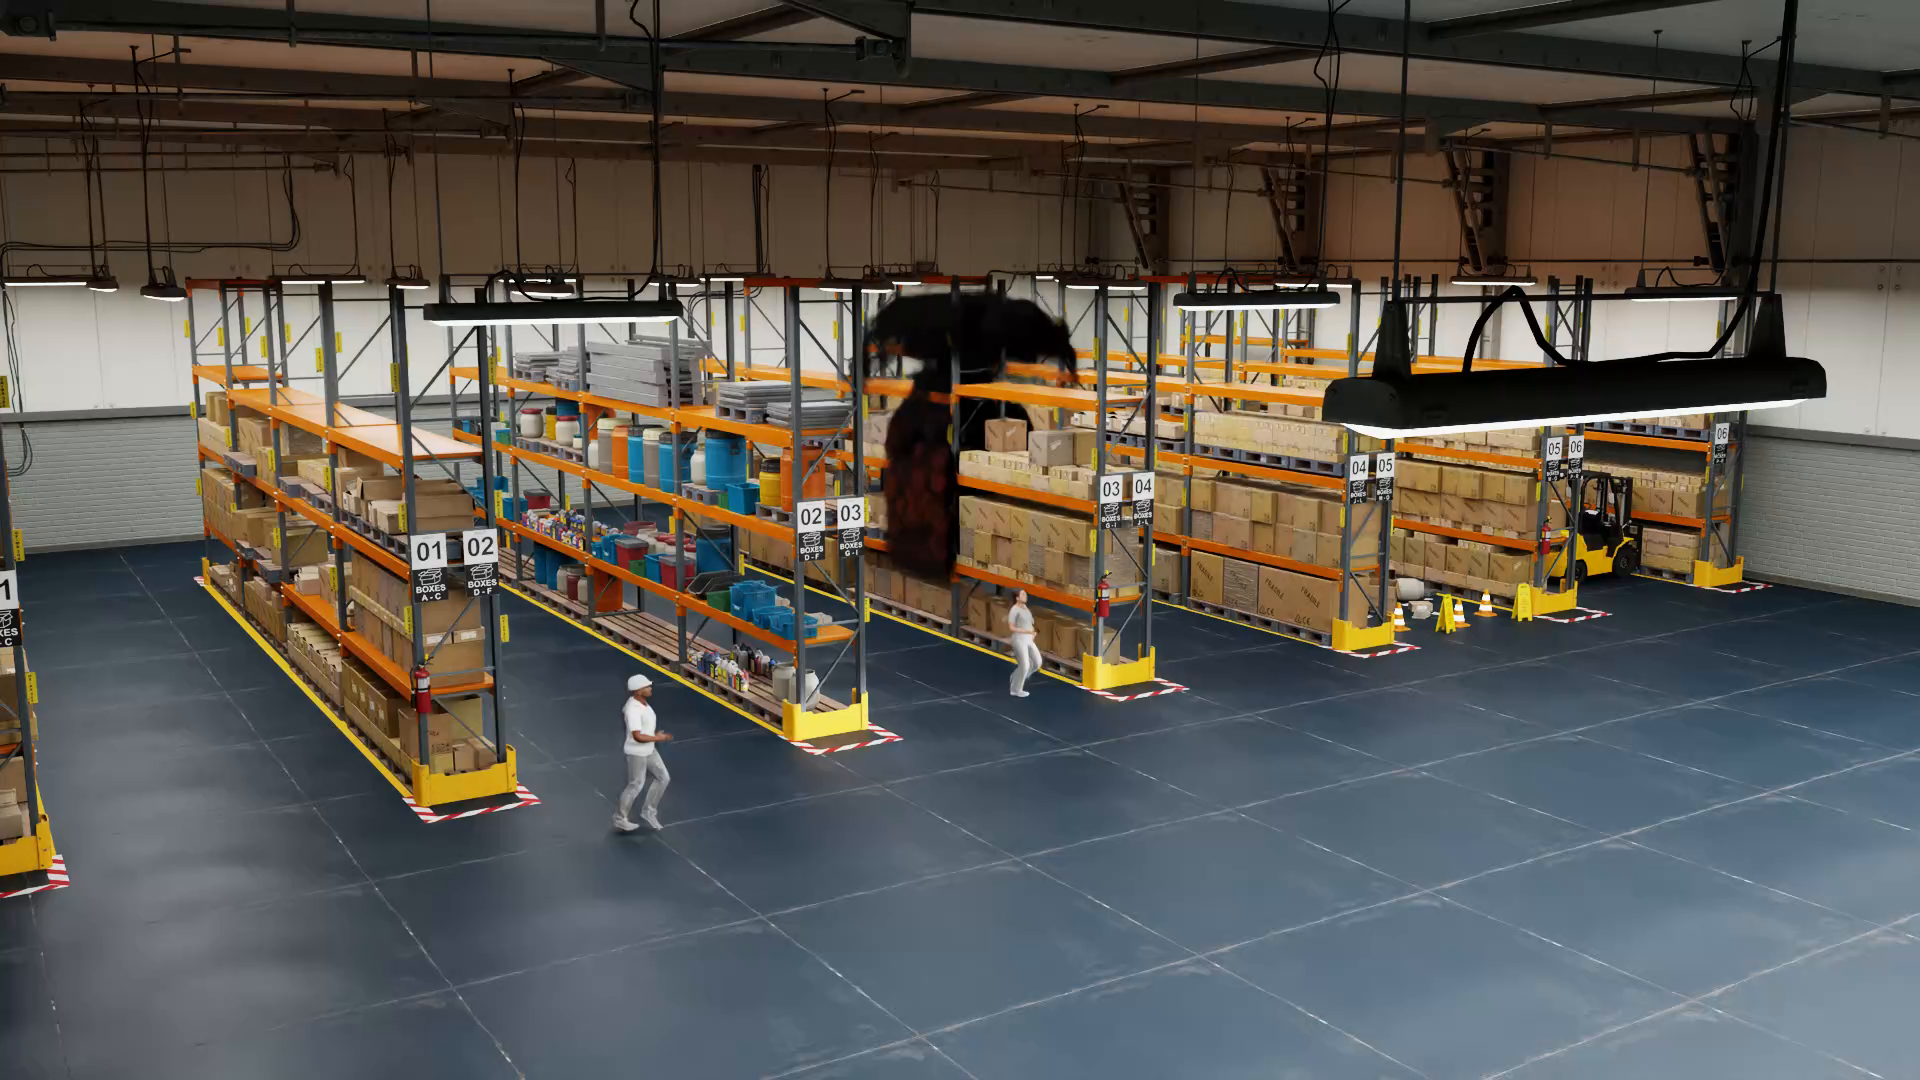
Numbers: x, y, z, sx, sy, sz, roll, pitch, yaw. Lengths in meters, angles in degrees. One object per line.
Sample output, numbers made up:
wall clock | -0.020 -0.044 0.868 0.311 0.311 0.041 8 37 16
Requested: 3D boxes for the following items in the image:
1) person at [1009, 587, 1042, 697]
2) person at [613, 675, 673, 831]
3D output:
person | 0.945 1.490 24.233 0.551 1.617 0.556 6 11 31
person | -3.532 2.388 18.571 0.706 1.808 0.714 0 10 3
